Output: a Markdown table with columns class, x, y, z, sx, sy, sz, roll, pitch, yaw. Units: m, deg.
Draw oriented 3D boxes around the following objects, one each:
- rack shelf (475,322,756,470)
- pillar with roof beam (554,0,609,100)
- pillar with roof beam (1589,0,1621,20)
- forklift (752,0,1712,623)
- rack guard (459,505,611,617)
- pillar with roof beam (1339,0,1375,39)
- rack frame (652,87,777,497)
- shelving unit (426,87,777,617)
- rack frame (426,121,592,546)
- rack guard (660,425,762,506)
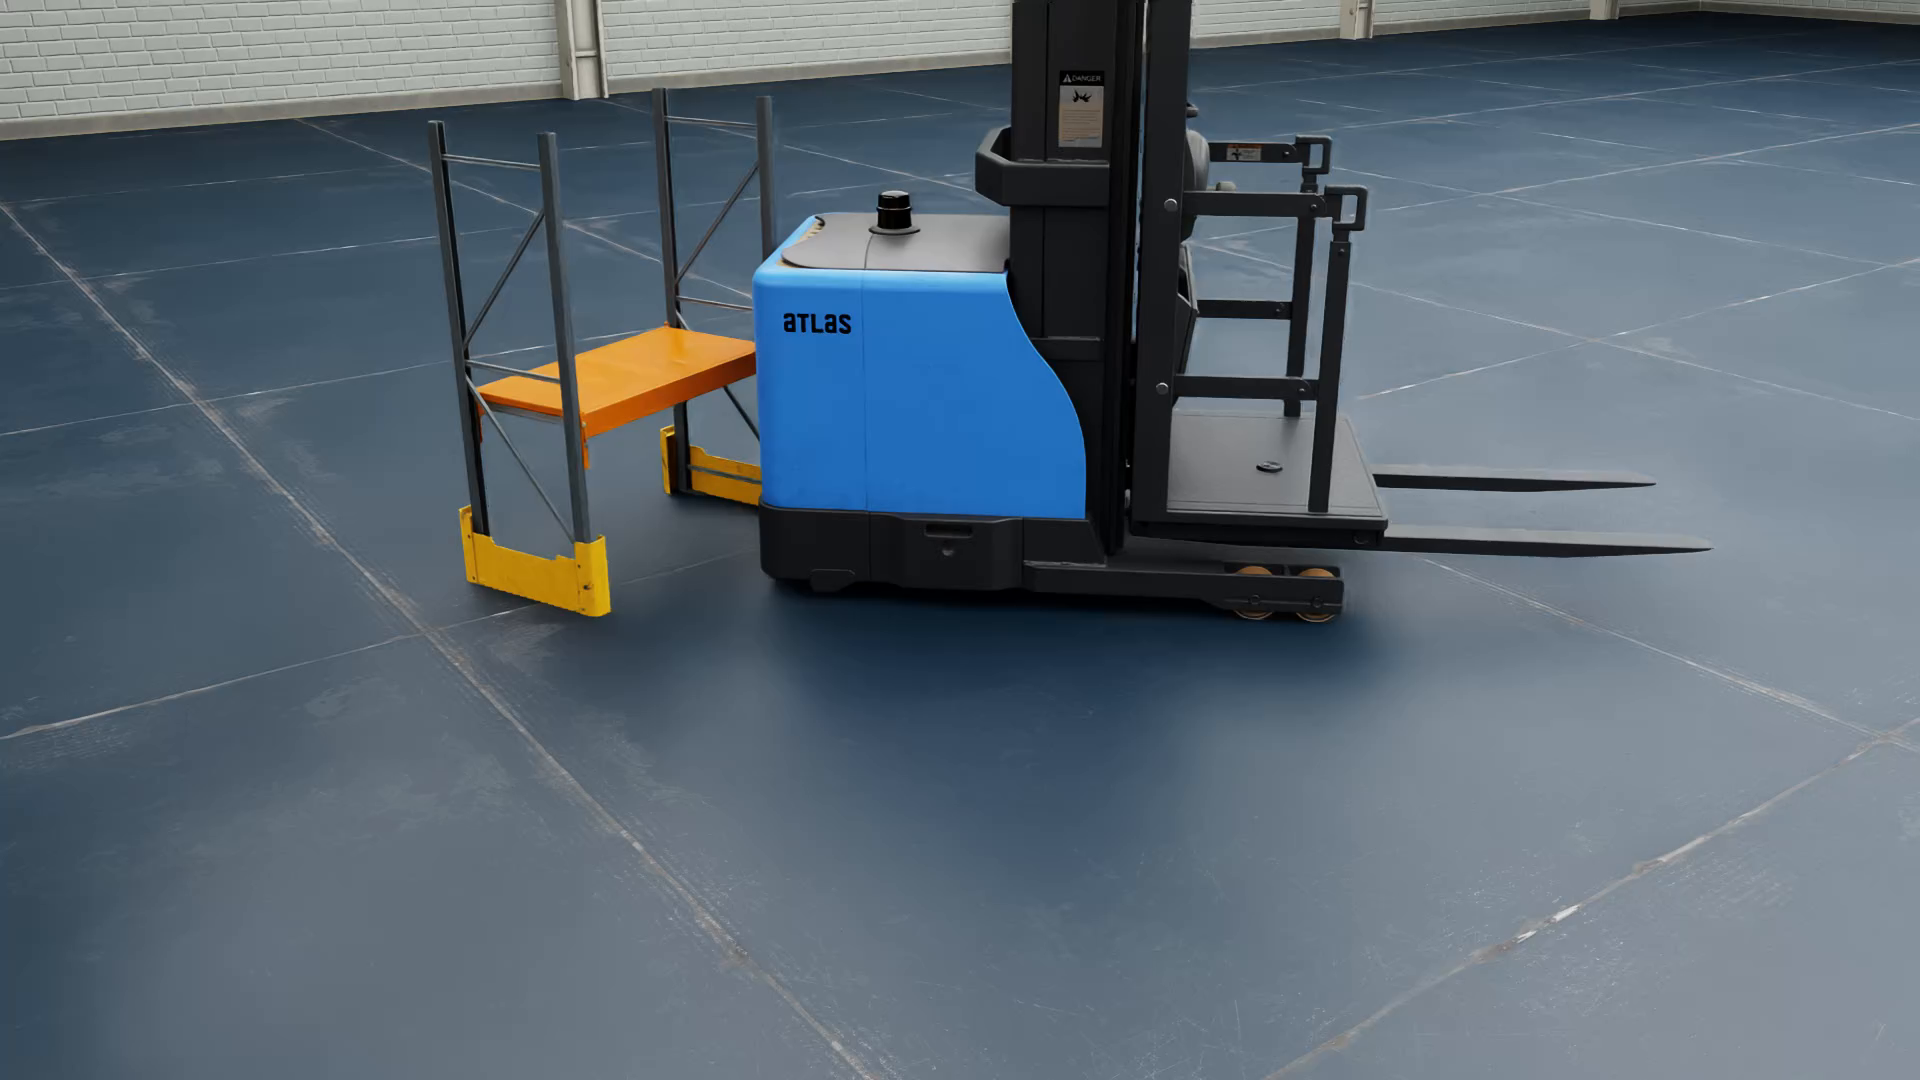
| class | x | y | z | sx | sy | sz | roll | pitch | yaw |
| --- | --- | --- | --- | --- | --- | --- | --- | --- | --- |
| rack shelf | -1.120 | -0.511 | 5.638 | 0.538 | 0.185 | 1.000 | 13 | 25 | 29 |
| pillar with roof beam | -1.472 | -7.600 | 12.799 | 0.400 | 9.000 | 9.100 | -15 | 26 | -33 |
| pillar with roof beam | 13.139 | -11.496 | 22.563 | 0.400 | 9.000 | 9.100 | -15 | 26 | -33 |
| forklift | 0.895 | -1.309 | 5.221 | 3.031 | 2.935 | 1.130 | 2 | 22 | 5 |
| rack guard | -1.384 | 0.063 | 5.401 | 0.587 | 0.250 | 0.087 | 13 | 25 | 29 |
| pillar with roof beam | 8.269 | -10.197 | 19.309 | 0.400 | 9.000 | 9.100 | -15 | 26 | -33 |
| rack frame | -0.855 | -0.839 | 5.975 | 0.500 | 1.500 | 0.032 | 13 | 25 | 29 |
| shelving unit | -1.125 | -0.675 | 5.564 | 0.587 | 1.500 | 1.083 | 13 | 25 | 29 |
| rack frame | -1.385 | -0.517 | 5.168 | 0.500 | 1.500 | 0.032 | 13 | 25 | 29 |
| rack guard | -0.866 | -0.252 | 6.191 | 0.587 | 0.250 | 0.087 | 13 | 25 | 29 |
